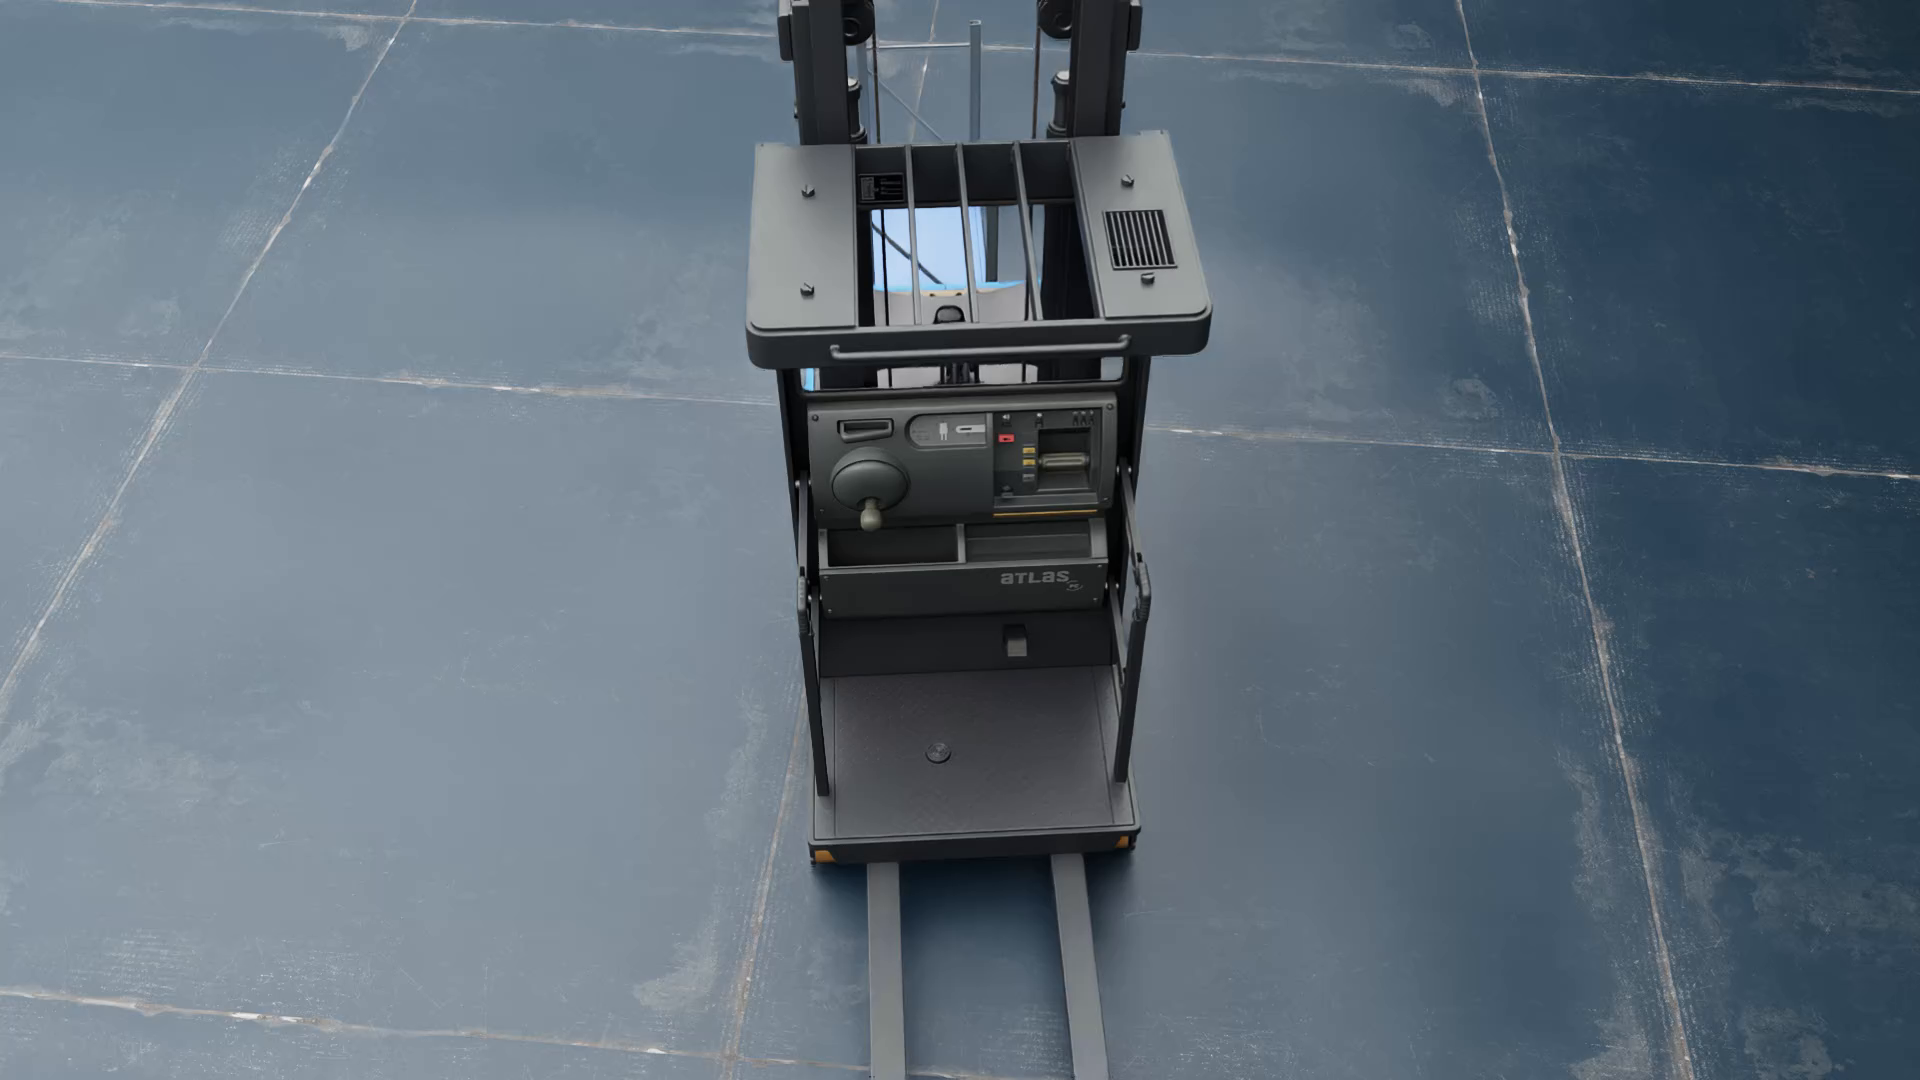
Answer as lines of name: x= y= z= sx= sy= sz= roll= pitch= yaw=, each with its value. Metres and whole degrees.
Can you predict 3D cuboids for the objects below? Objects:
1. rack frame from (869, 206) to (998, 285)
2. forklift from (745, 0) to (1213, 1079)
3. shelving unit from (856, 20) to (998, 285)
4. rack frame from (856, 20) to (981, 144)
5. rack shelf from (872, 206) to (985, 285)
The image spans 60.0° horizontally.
rack frame: x=-0.112 y=-0.790 z=6.456 sx=0.500 sy=1.500 sz=0.032 roll=-2 pitch=48 yaw=-2
forklift: x=0.024 y=-0.136 z=4.888 sx=1.130 sy=2.935 sz=3.031 roll=-2 pitch=48 yaw=-2
shelving unit: x=-0.140 y=-1.164 z=6.799 sx=0.538 sy=1.500 sz=1.048 roll=-2 pitch=48 yaw=-2
rack frame: x=-0.167 y=-1.539 z=7.141 sx=0.500 sy=1.500 sz=0.032 roll=-2 pitch=48 yaw=-2
rack shelf: x=-0.140 y=-1.043 z=6.931 sx=0.538 sy=0.185 sz=1.000 roll=-2 pitch=48 yaw=-2
